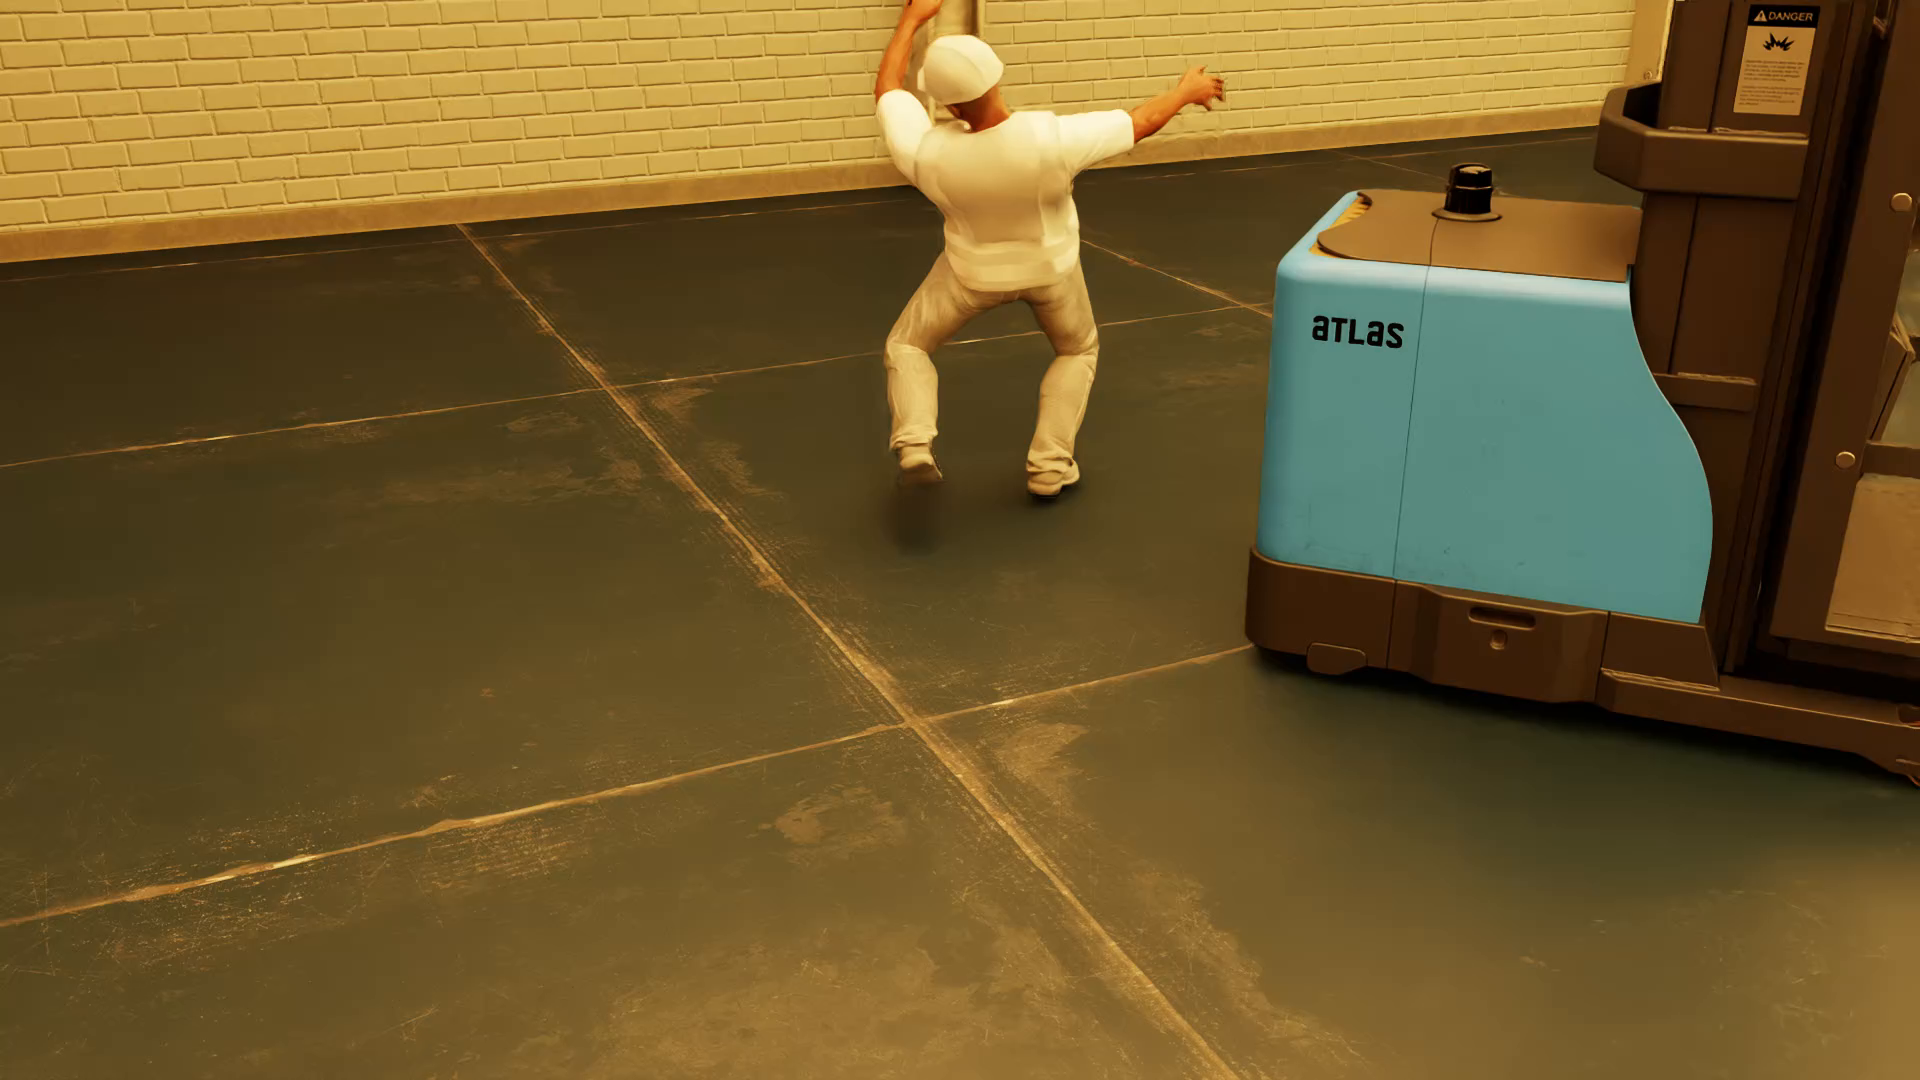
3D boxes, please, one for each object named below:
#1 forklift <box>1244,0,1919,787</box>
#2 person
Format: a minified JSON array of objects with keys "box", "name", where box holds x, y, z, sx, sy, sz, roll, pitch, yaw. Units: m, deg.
[{"box":[2.311,-0.989,3.666,3.031,2.935,1.130,9,24,20],"name":"forklift"},{"box":[0.300,-0.903,5.169,1.103,1.583,0.715,-2,23,-5],"name":"person"}]
